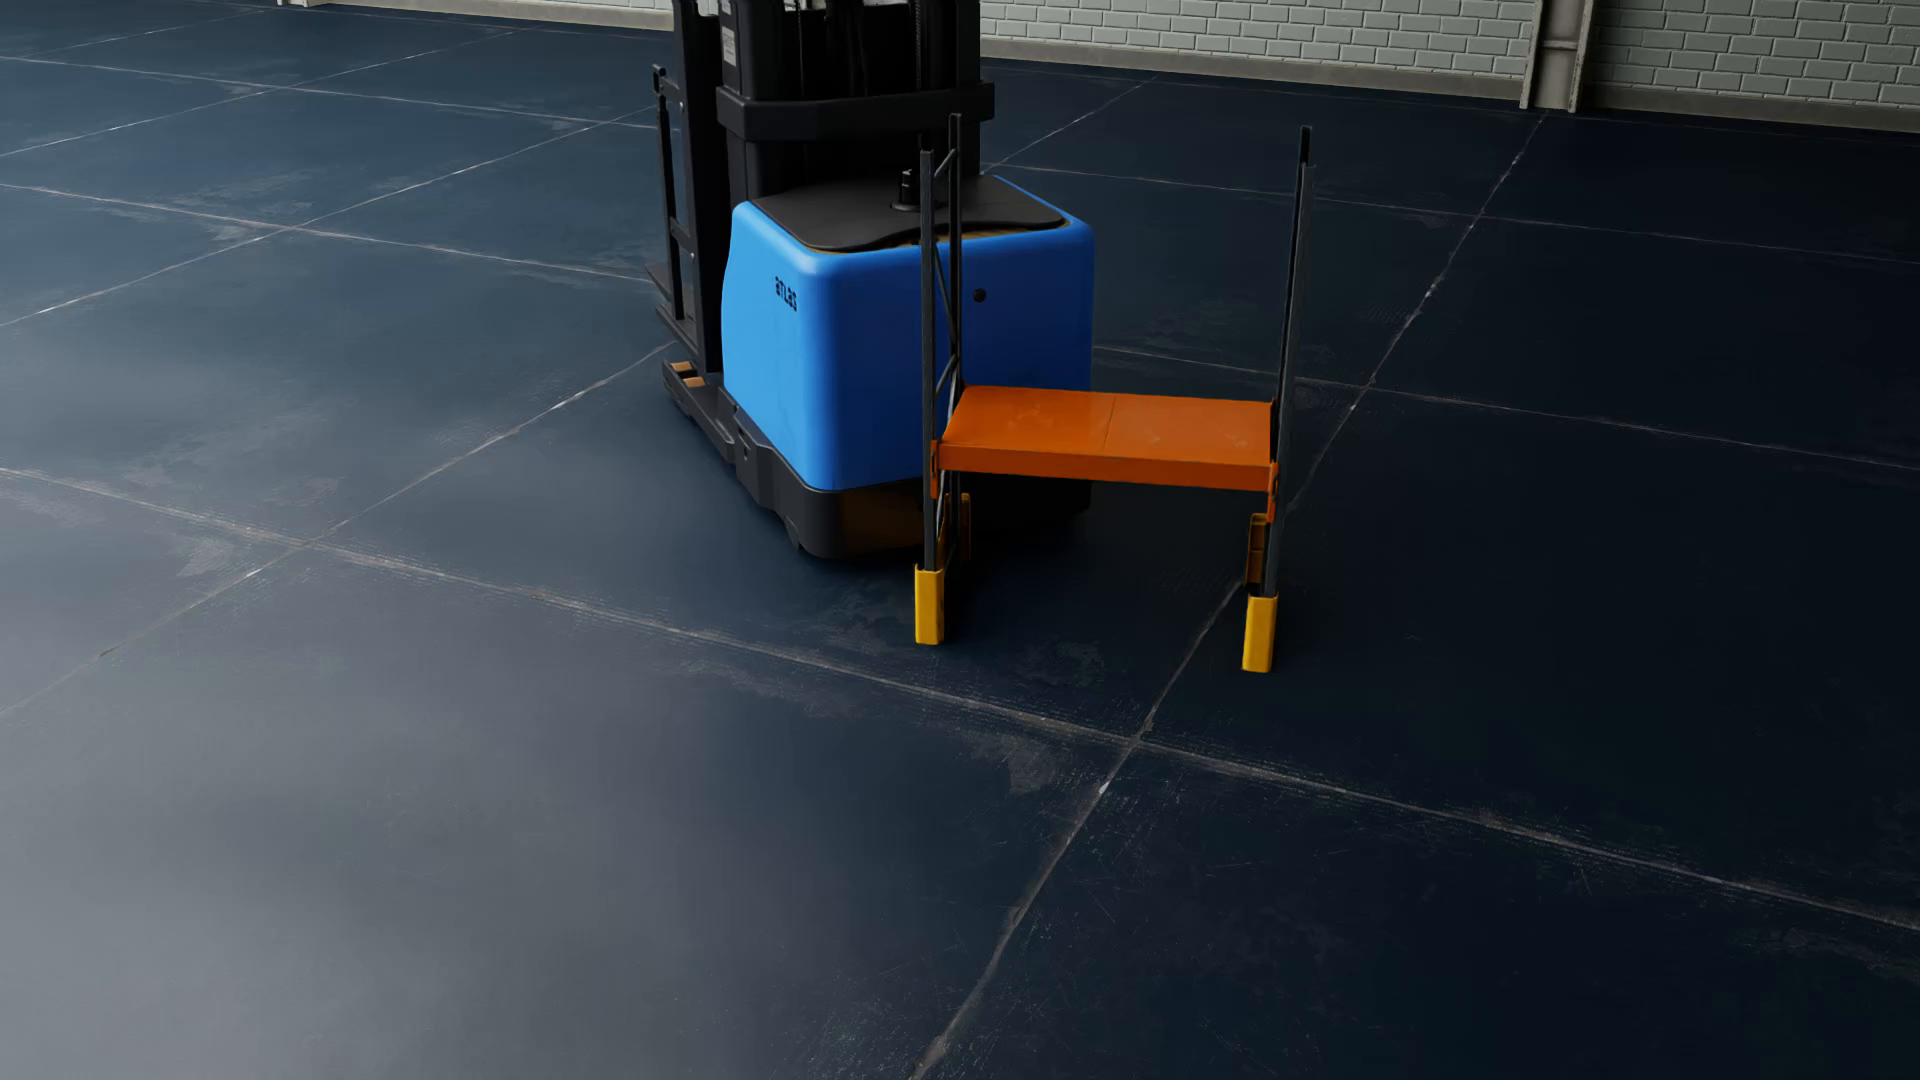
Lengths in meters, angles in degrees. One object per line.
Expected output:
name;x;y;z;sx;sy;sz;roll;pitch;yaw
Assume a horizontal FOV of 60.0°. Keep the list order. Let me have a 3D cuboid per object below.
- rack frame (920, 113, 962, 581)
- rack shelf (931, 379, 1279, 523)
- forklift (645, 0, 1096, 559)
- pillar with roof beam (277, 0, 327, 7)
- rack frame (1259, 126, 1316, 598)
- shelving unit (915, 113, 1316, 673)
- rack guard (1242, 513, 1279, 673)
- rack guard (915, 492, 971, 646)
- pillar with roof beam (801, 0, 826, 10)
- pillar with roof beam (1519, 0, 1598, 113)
rack frame;-0.051;-0.479;5.025;0.032;1.500;0.500;4;27;9
rack shelf;0.450;-0.280;5.029;1.000;0.185;0.538;4;27;9
forklift;-0.589;-1.879;6.248;1.130;2.935;3.031;-11;28;-21
pillar with roof beam;-8.366;-7.689;11.179;0.400;9.000;9.100;11;28;22
rack frame;0.951;-0.404;4.873;0.032;1.500;0.500;4;27;9
shelving unit;0.441;-0.442;4.951;1.083;1.500;0.587;4;27;9
rack guard;0.932;0.155;5.152;0.087;0.250;0.587;4;27;9
rack guard;-0.050;0.082;5.301;0.087;0.250;0.587;4;27;9
pillar with roof beam;-2.904;-6.592;8.951;0.400;9.000;9.100;11;28;22
pillar with roof beam;2.557;-5.495;6.722;0.400;9.000;9.100;11;28;22
